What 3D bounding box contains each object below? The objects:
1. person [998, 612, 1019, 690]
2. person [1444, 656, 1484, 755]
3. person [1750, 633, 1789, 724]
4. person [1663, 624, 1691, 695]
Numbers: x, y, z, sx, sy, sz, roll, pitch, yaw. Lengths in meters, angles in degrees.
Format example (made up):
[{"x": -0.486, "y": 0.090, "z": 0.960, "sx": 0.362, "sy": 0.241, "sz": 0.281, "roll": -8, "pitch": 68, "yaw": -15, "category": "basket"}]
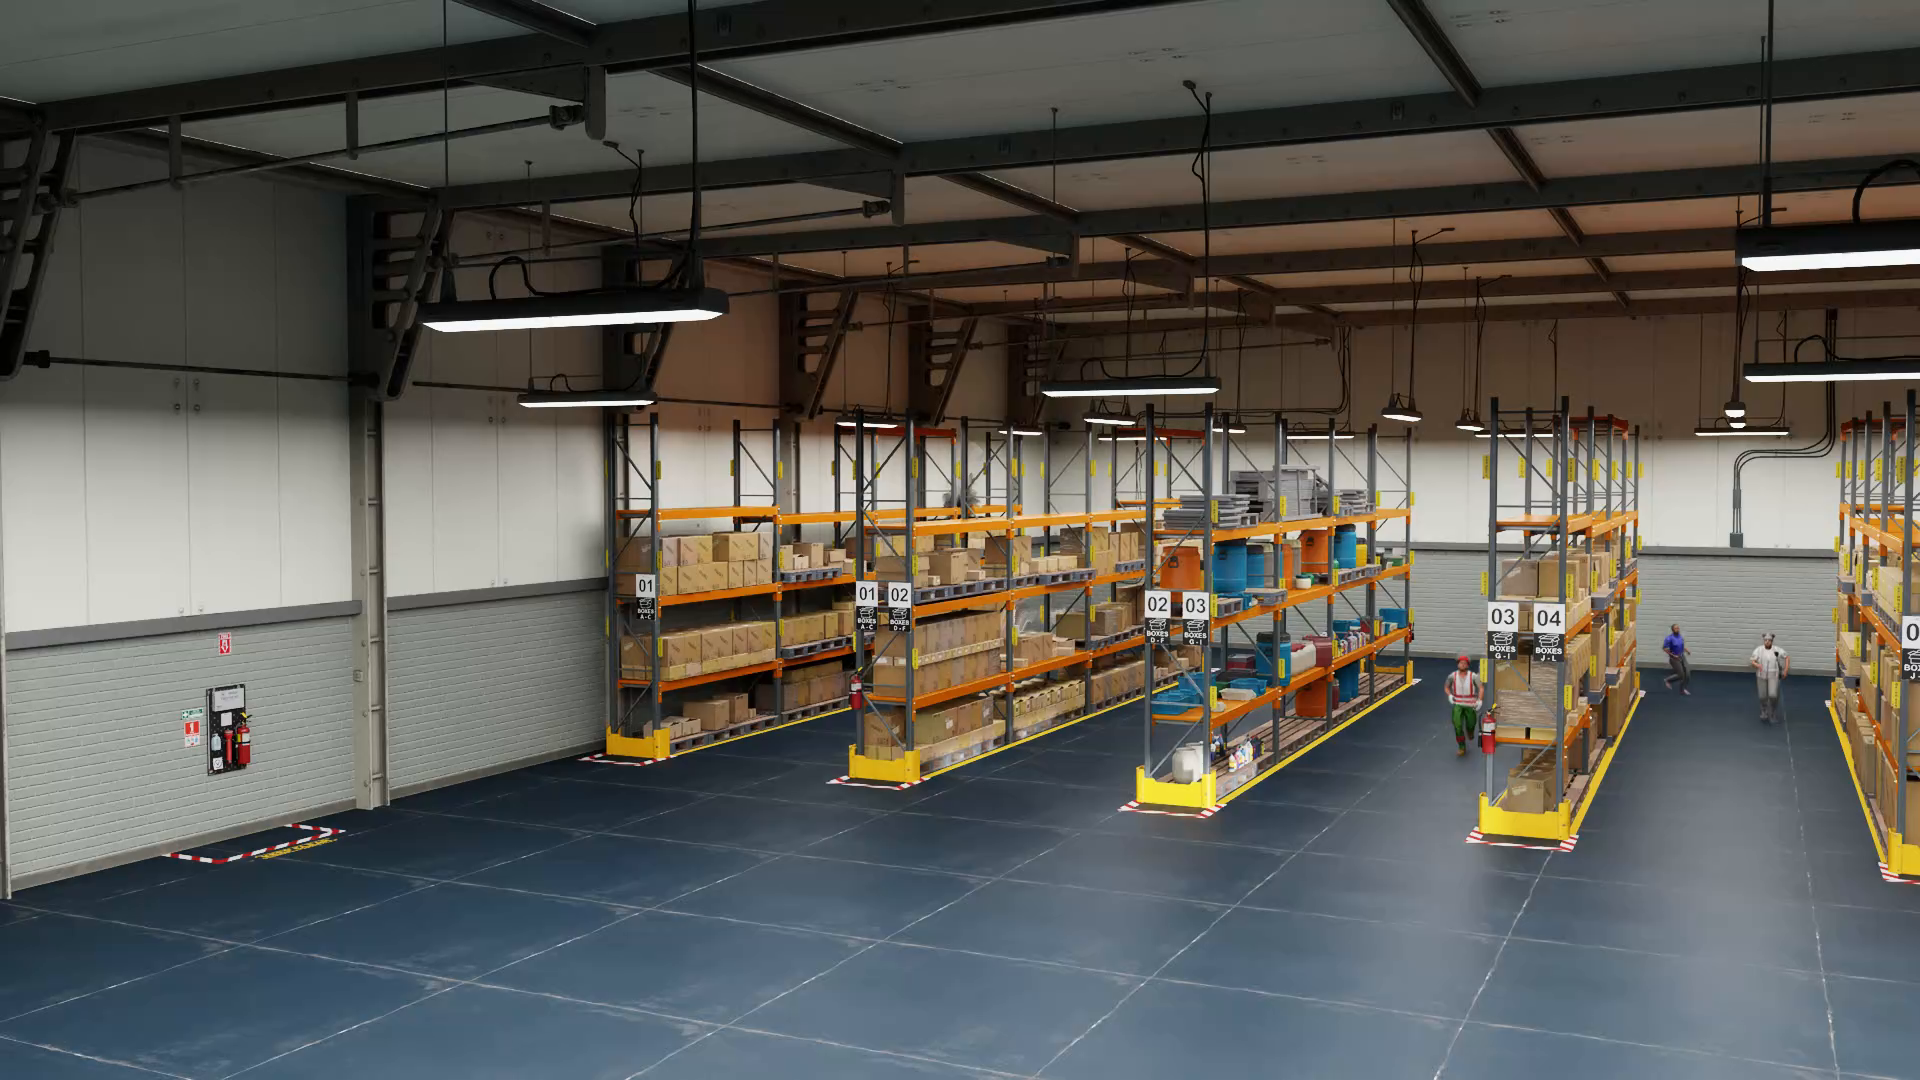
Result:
[{"x": 0.988, "y": 2.509, "z": 37.690, "sx": 0.709, "sy": 1.752, "sz": 0.869, "roll": 0, "pitch": 2, "yaw": 11, "category": "person"}, {"x": 8.903, "y": 2.911, "z": 29.404, "sx": 0.676, "sy": 1.724, "sz": 0.675, "roll": 1, "pitch": 3, "yaw": 18, "category": "person"}, {"x": 16.044, "y": 2.756, "z": 32.981, "sx": 0.680, "sy": 1.852, "sz": 0.752, "roll": 1, "pitch": 3, "yaw": 31, "category": "person"}, {"x": 16.018, "y": 2.668, "z": 37.198, "sx": 0.581, "sy": 1.573, "sz": 0.539, "roll": -1, "pitch": 3, "yaw": -24, "category": "person"}]
